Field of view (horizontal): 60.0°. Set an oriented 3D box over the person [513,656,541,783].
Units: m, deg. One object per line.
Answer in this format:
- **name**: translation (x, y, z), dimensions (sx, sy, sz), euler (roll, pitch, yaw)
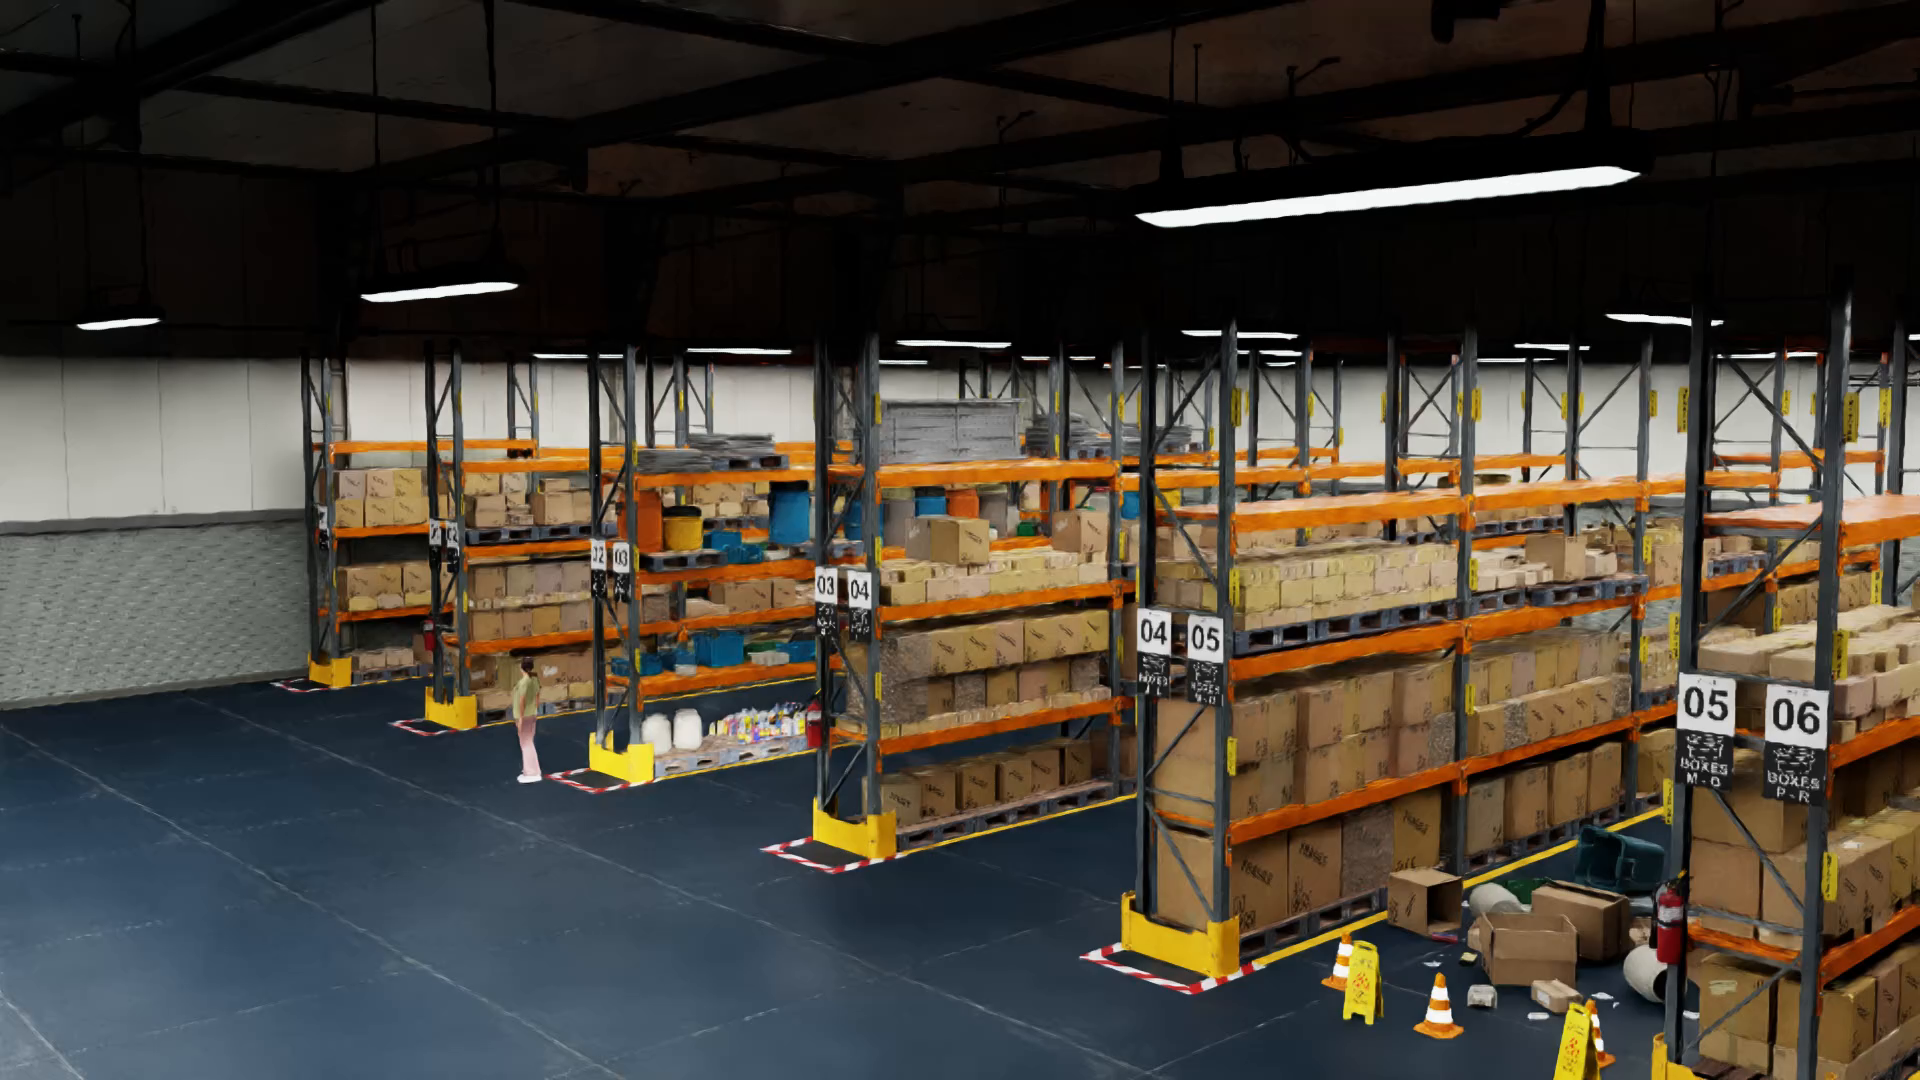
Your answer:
- **person**: translation (-5.766, 2.389, 22.185), dimensions (0.421, 1.672, 0.521), euler (1, 5, 14)
